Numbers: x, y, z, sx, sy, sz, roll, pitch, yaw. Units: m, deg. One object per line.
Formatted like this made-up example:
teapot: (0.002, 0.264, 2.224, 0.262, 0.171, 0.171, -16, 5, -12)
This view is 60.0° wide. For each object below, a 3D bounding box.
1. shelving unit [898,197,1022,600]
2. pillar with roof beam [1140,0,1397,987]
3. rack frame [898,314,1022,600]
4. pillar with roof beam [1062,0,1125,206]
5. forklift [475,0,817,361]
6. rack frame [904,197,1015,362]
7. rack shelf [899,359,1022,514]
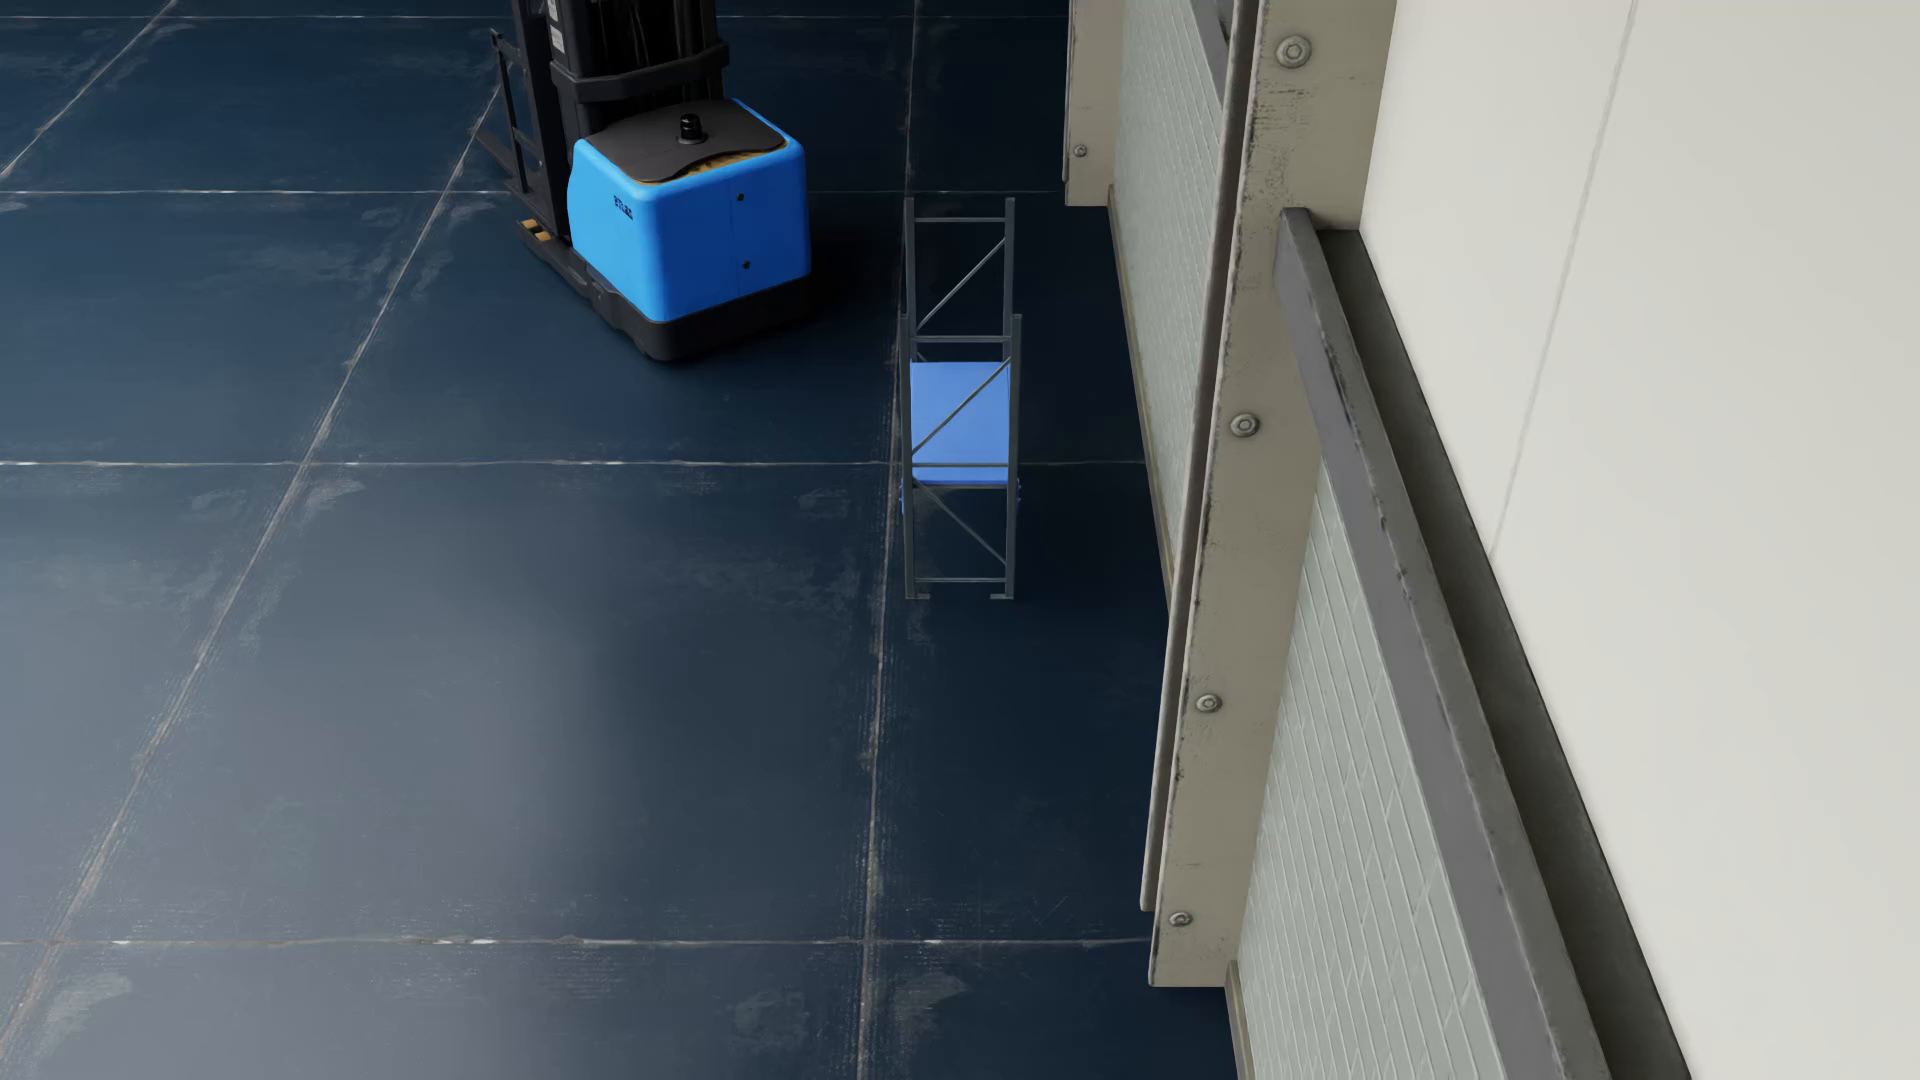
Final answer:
shelving unit: (0.000, -0.639, 7.593, 0.538, 1.500, 1.048, 0, 39, 0)
pillar with roof beam: (-3.469, -2.025, 3.327, 9.100, 9.000, 0.400, 0, 39, 0)
rack frame: (0.000, -0.321, 7.196, 0.500, 1.500, 0.032, 0, 39, 0)
pillar with roof beam: (-3.476, -5.777, 8.009, 9.100, 9.000, 0.400, 0, 39, 0)
forklift: (-2.074, -3.007, 9.404, 1.130, 2.935, 3.031, -24, 44, -26)
rack frame: (-0.001, -0.956, 7.990, 0.500, 1.500, 0.032, 0, 39, 0)
rack shelf: (0.000, -0.498, 7.706, 0.538, 0.185, 1.000, 0, 39, 0)
